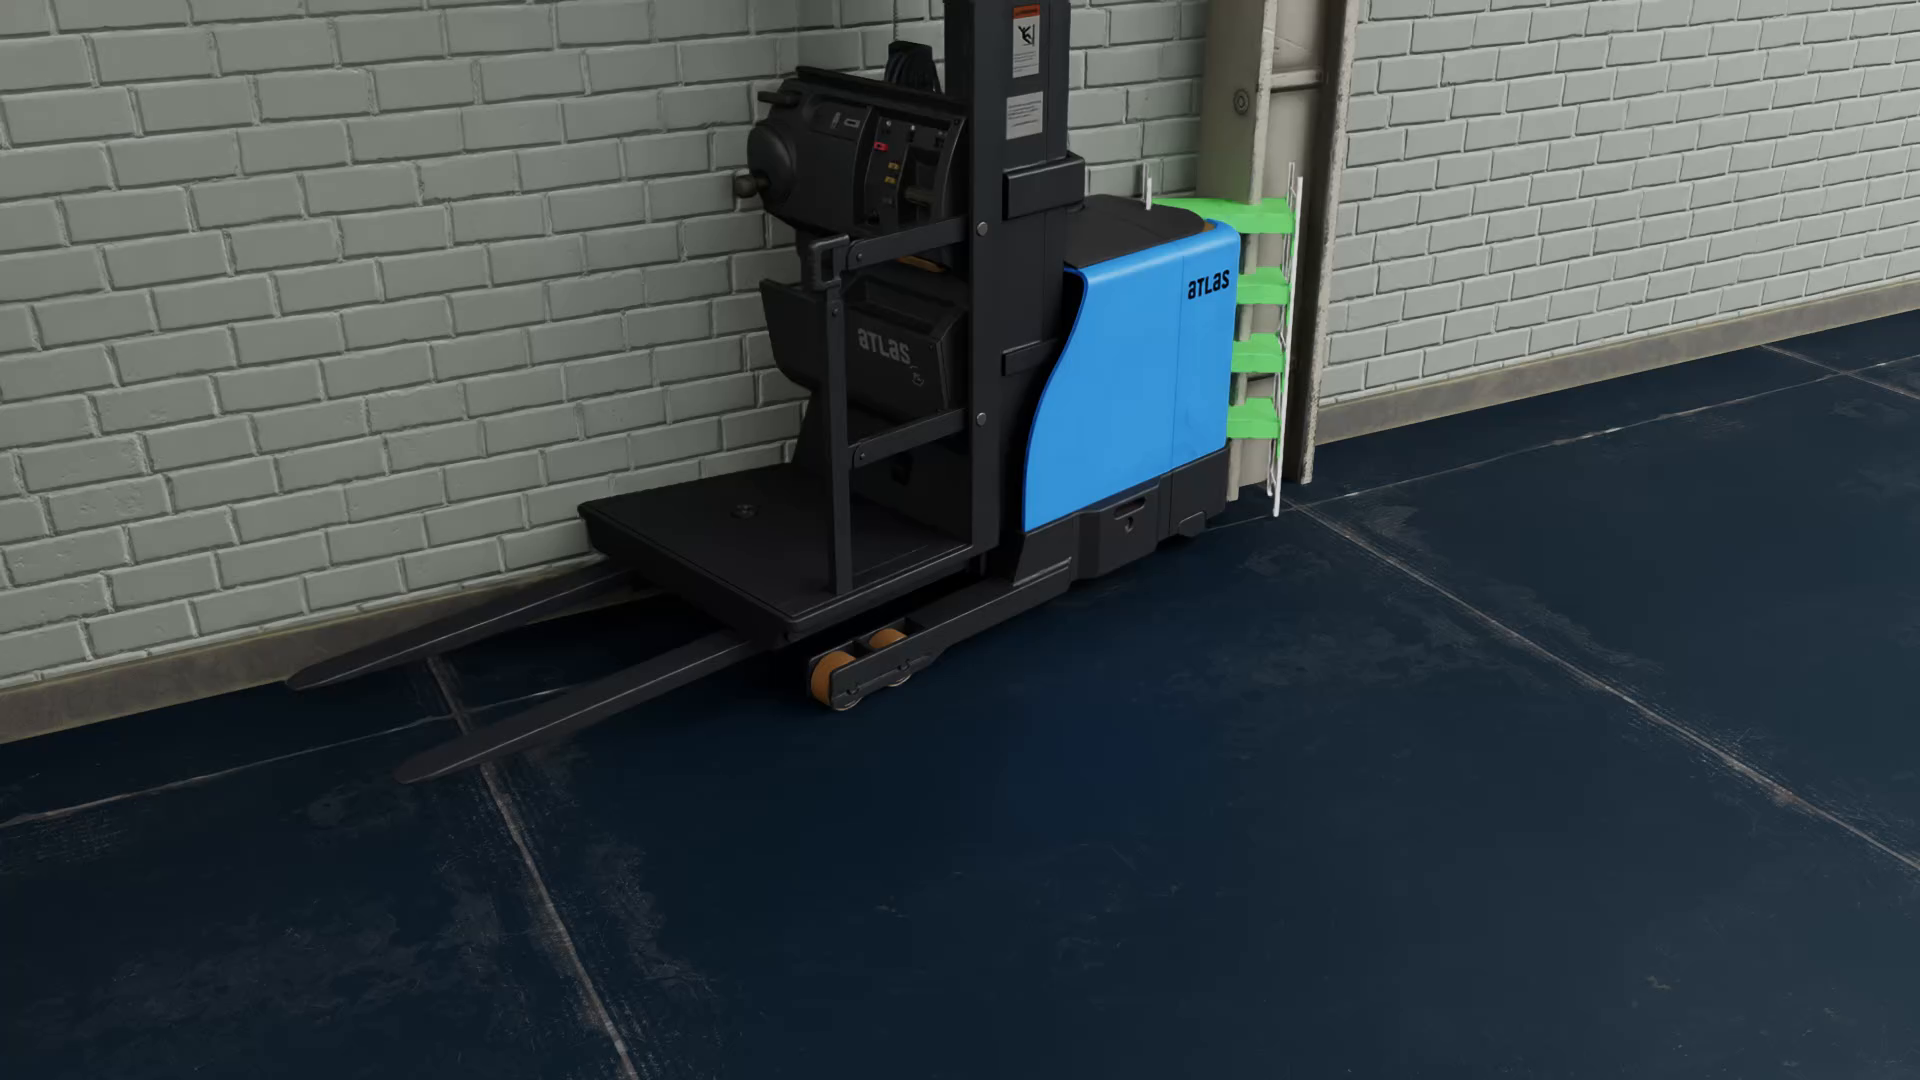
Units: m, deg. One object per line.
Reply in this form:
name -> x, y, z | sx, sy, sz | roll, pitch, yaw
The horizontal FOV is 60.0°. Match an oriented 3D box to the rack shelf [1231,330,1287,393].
rack shelf -> 0.876, -0.623, 5.792 | 0.480, 0.148, 0.258 | 1, 25, 3

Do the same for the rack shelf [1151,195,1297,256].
rack shelf -> 0.870, -1.060, 5.593 | 0.480, 0.148, 0.258 | 1, 25, 3

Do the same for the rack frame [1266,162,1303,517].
rack frame -> 1.119, -0.679, 5.752 | 0.015, 1.200, 0.240 | 1, 25, 3

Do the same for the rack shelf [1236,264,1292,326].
rack shelf -> 0.873, -0.842, 5.692 | 0.480, 0.148, 0.258 | 1, 25, 3

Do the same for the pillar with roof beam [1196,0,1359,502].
pillar with roof beam -> 3.094, -2.649, 0.870 | 0.400, 9.000, 9.100 | -13, 29, -25

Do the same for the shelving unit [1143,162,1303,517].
shelving unit -> 0.876, -0.682, 5.765 | 0.503, 1.200, 0.258 | 1, 25, 3

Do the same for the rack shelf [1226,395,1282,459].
rack shelf -> 0.879, -0.405, 5.891 | 0.480, 0.148, 0.258 | 1, 25, 3

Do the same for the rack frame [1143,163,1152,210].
rack frame -> 0.632, -0.684, 5.779 | 0.015, 1.200, 0.240 | 1, 25, 3

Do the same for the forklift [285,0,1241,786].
forklift -> -0.482, -1.088, 4.630 | 3.031, 2.935, 1.130 | -22, 34, -39
